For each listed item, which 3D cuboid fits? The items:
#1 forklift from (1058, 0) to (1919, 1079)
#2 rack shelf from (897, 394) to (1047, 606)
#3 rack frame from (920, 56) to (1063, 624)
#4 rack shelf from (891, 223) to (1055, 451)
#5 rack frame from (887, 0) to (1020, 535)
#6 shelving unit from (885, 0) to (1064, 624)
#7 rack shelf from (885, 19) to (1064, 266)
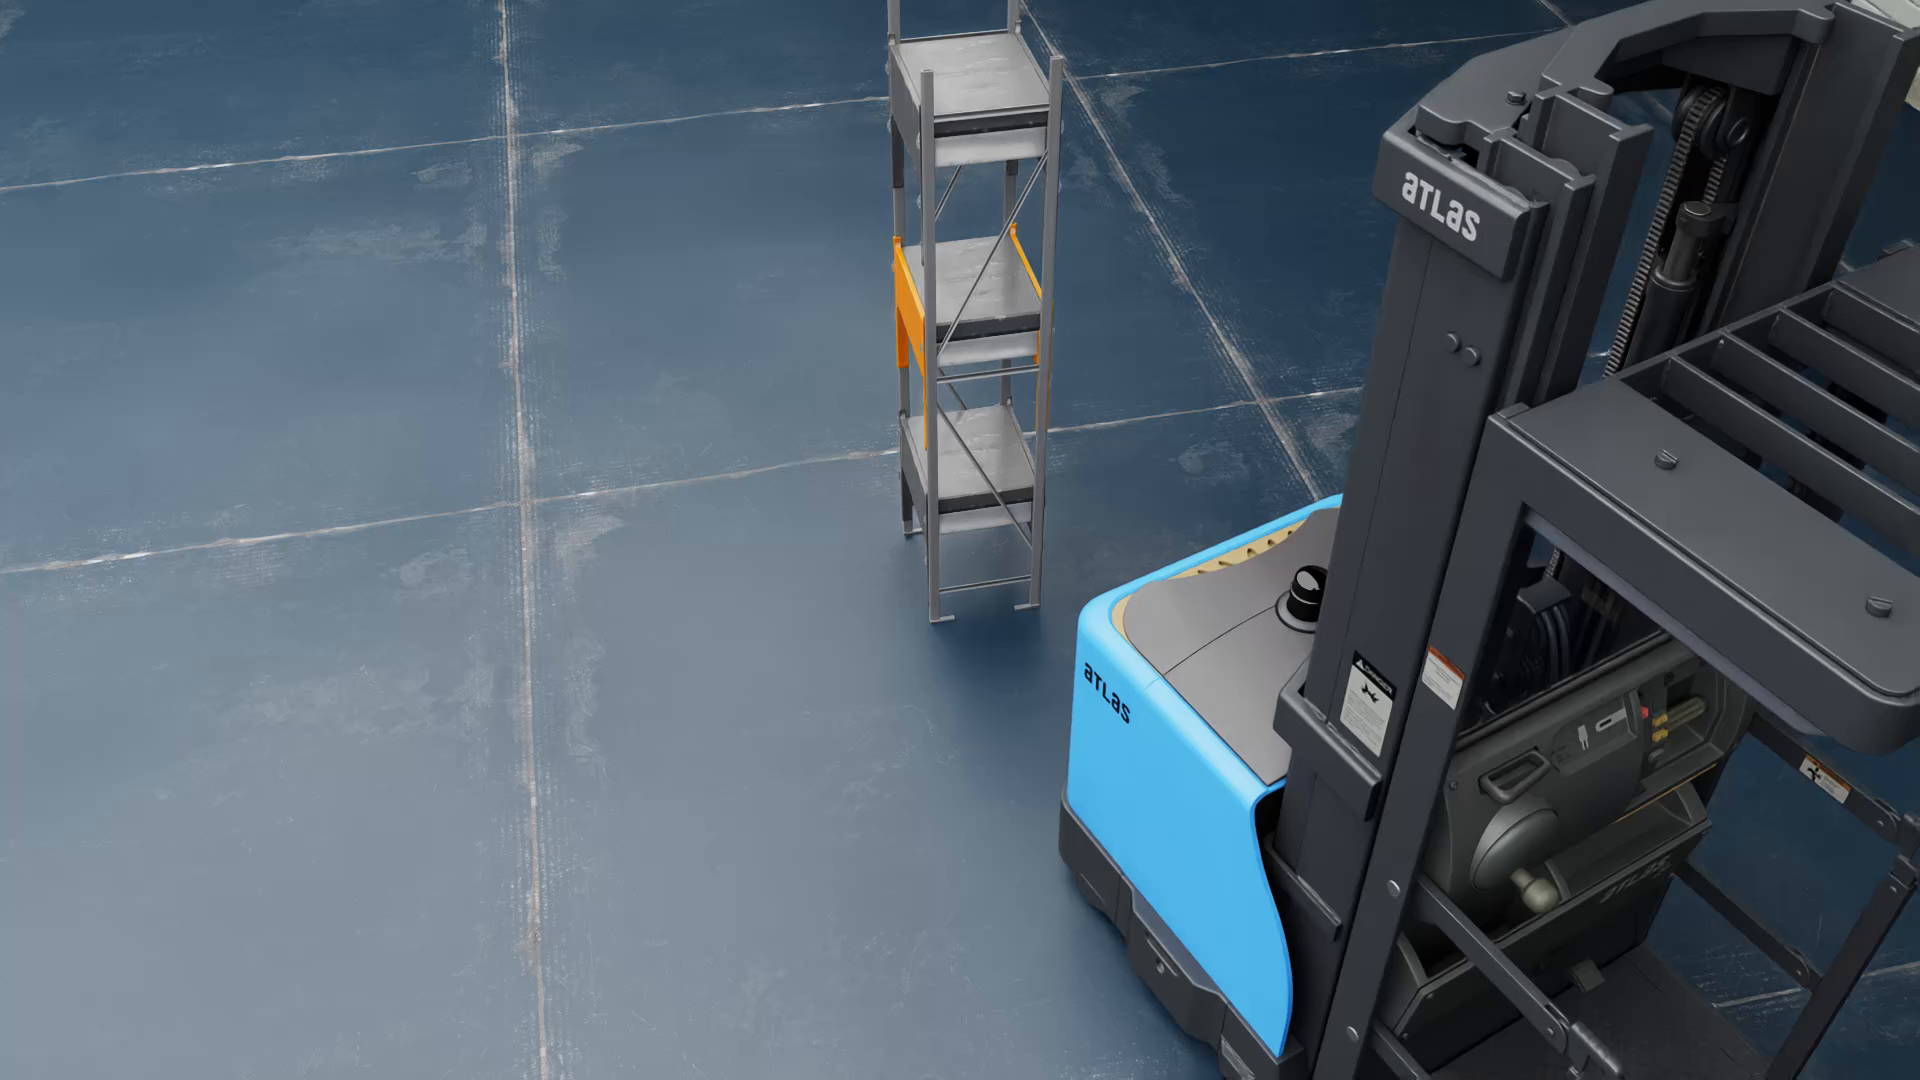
[{"bbox_3d":[1.489,0.554,3.418,1.130,2.935,3.031,-22,46,-23],"label":"forklift"},{"bbox_3d":[0.036,-0.144,5.906,0.431,0.518,0.480,-8,42,-9],"label":"rack shelf"},{"bbox_3d":[0.088,-0.520,5.254,0.400,2.100,0.015,-8,42,-9],"label":"rack frame"},{"bbox_3d":[0.036,-0.668,5.441,0.431,0.518,0.480,-8,42,-9],"label":"rack shelf"},{"bbox_3d":[-0.017,-0.836,5.610,0.400,2.100,0.015,-8,42,-9],"label":"rack frame"},{"bbox_3d":[0.036,-0.678,5.432,0.431,2.100,0.503,-8,42,-9],"label":"shelving unit"},{"bbox_3d":[0.036,-1.191,4.976,0.431,0.518,0.480,-8,42,-9],"label":"rack shelf"}]
